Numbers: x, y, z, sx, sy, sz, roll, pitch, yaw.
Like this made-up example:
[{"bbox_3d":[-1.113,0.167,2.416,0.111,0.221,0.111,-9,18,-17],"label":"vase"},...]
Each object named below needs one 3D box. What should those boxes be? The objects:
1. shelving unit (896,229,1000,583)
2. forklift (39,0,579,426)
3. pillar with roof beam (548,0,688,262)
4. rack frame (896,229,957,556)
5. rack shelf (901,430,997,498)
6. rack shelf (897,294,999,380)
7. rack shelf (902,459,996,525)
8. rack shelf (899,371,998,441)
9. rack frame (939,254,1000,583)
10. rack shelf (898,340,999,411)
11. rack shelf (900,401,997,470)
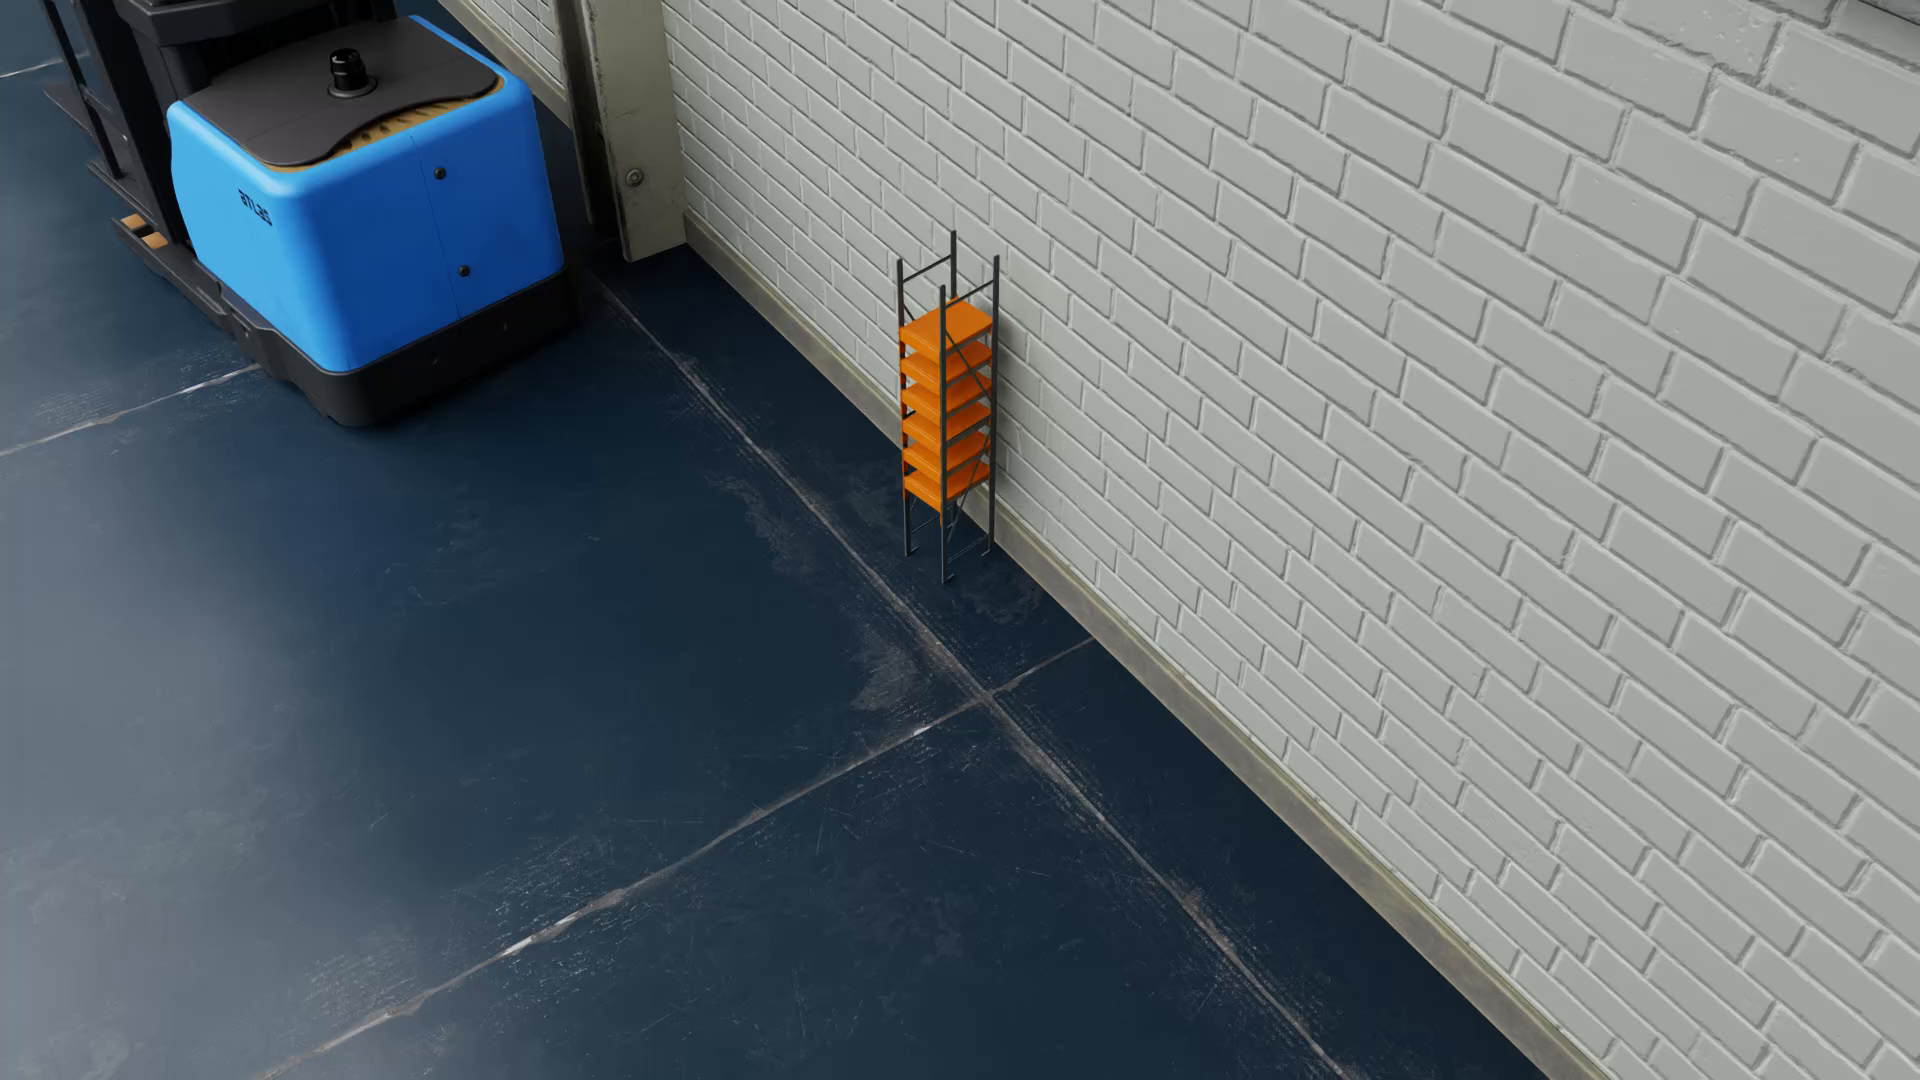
[{"bbox_3d":[-0.035,-0.393,5.292,0.258,1.200,0.189,-34,53,-30],"label":"shelving unit"},{"bbox_3d":[-2.901,-2.392,6.133,1.130,2.935,3.031,-34,53,-30],"label":"forklift"},{"bbox_3d":[-4.904,-2.889,2.259,9.100,9.000,0.400,-26,49,-24],"label":"pillar with roof beam"},{"bbox_3d":[-0.099,-0.438,5.340,0.240,1.200,0.006,-34,53,-30],"label":"rack frame"},{"bbox_3d":[-0.035,-0.274,5.405,0.258,0.103,0.180,-34,53,-30],"label":"rack shelf"},{"bbox_3d":[-0.035,-0.622,5.075,0.258,0.103,0.180,-34,53,-30],"label":"rack shelf"},{"bbox_3d":[-0.035,-0.187,5.488,0.258,0.103,0.180,-34,53,-30],"label":"rack shelf"},{"bbox_3d":[-0.035,-0.448,5.240,0.258,0.103,0.180,-34,53,-30],"label":"rack shelf"},{"bbox_3d":[0.028,-0.348,5.244,0.240,1.200,0.006,-34,53,-30],"label":"rack frame"},{"bbox_3d":[-0.035,-0.535,5.157,0.258,0.103,0.180,-34,53,-30],"label":"rack shelf"},{"bbox_3d":[-0.035,-0.361,5.323,0.258,0.103,0.180,-34,53,-30],"label":"rack shelf"}]
